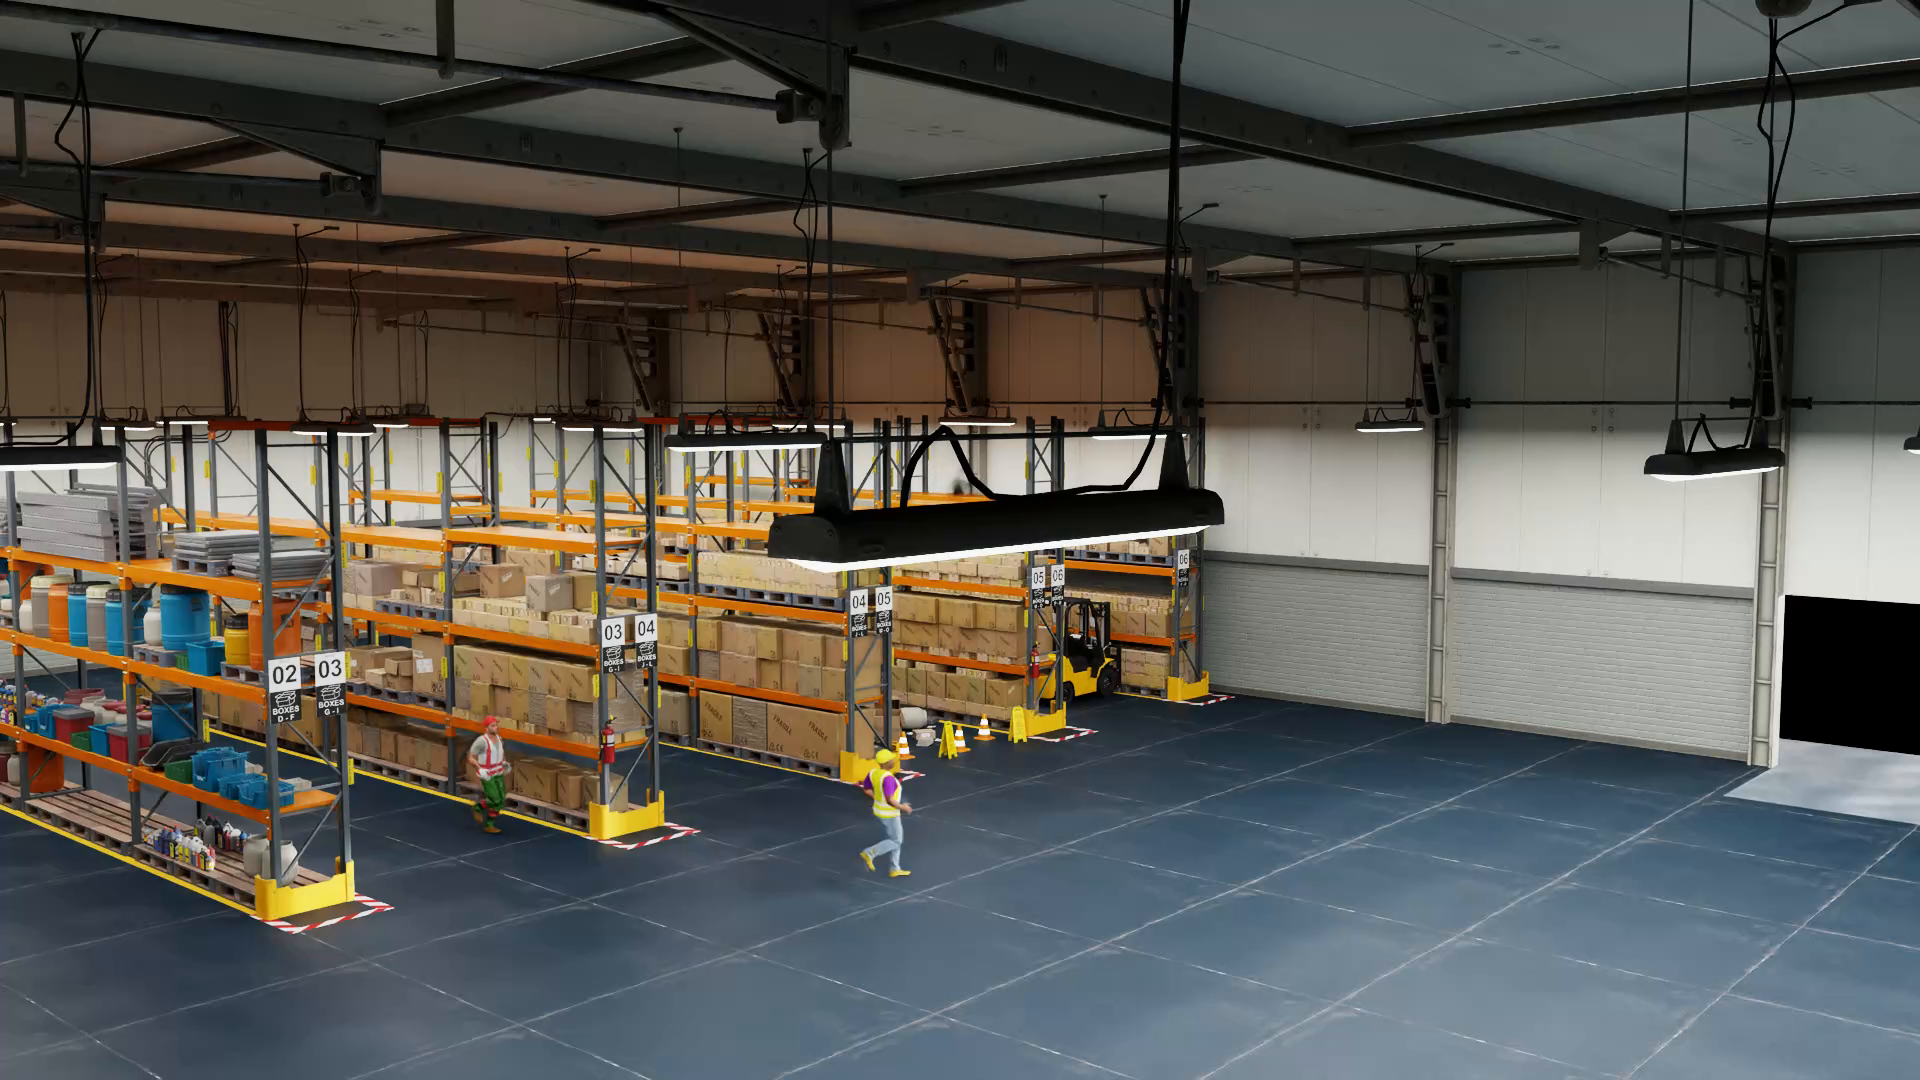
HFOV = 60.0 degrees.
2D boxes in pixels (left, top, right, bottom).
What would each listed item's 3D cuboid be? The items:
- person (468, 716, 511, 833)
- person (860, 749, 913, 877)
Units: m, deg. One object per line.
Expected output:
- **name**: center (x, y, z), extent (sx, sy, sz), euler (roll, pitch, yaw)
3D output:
- **person**: center (-6.902, 3.445, 24.433), extent (0.601, 1.735, 0.623), euler (3, 5, 28)
- **person**: center (-1.010, 3.638, 22.068), extent (0.758, 1.738, 0.699), euler (-2, 5, -27)
